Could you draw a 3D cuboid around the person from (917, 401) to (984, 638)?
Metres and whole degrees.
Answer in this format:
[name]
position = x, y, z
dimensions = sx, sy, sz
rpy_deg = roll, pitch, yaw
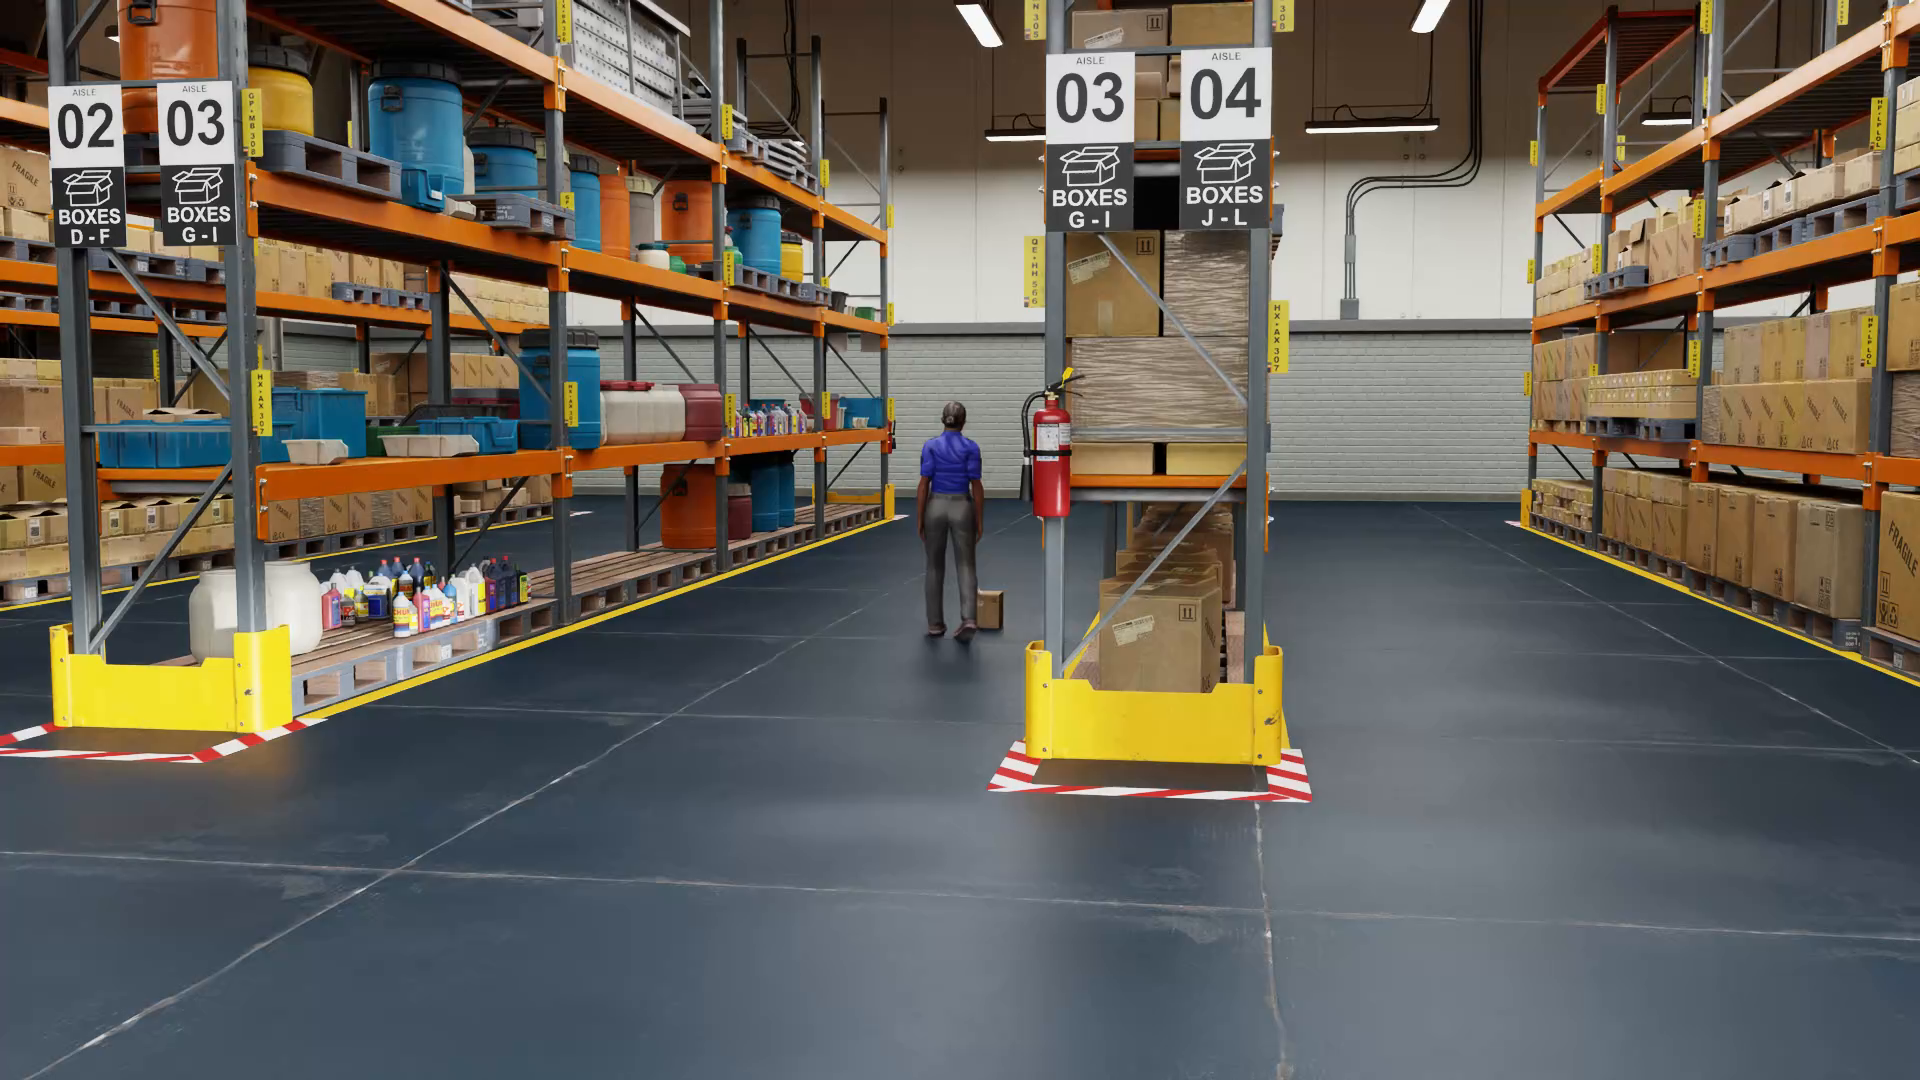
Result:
[person]
position = -0.066, -0.146, 11.682
dimensions = 0.465, 1.659, 0.597
rpy_deg = 0, 5, 1
